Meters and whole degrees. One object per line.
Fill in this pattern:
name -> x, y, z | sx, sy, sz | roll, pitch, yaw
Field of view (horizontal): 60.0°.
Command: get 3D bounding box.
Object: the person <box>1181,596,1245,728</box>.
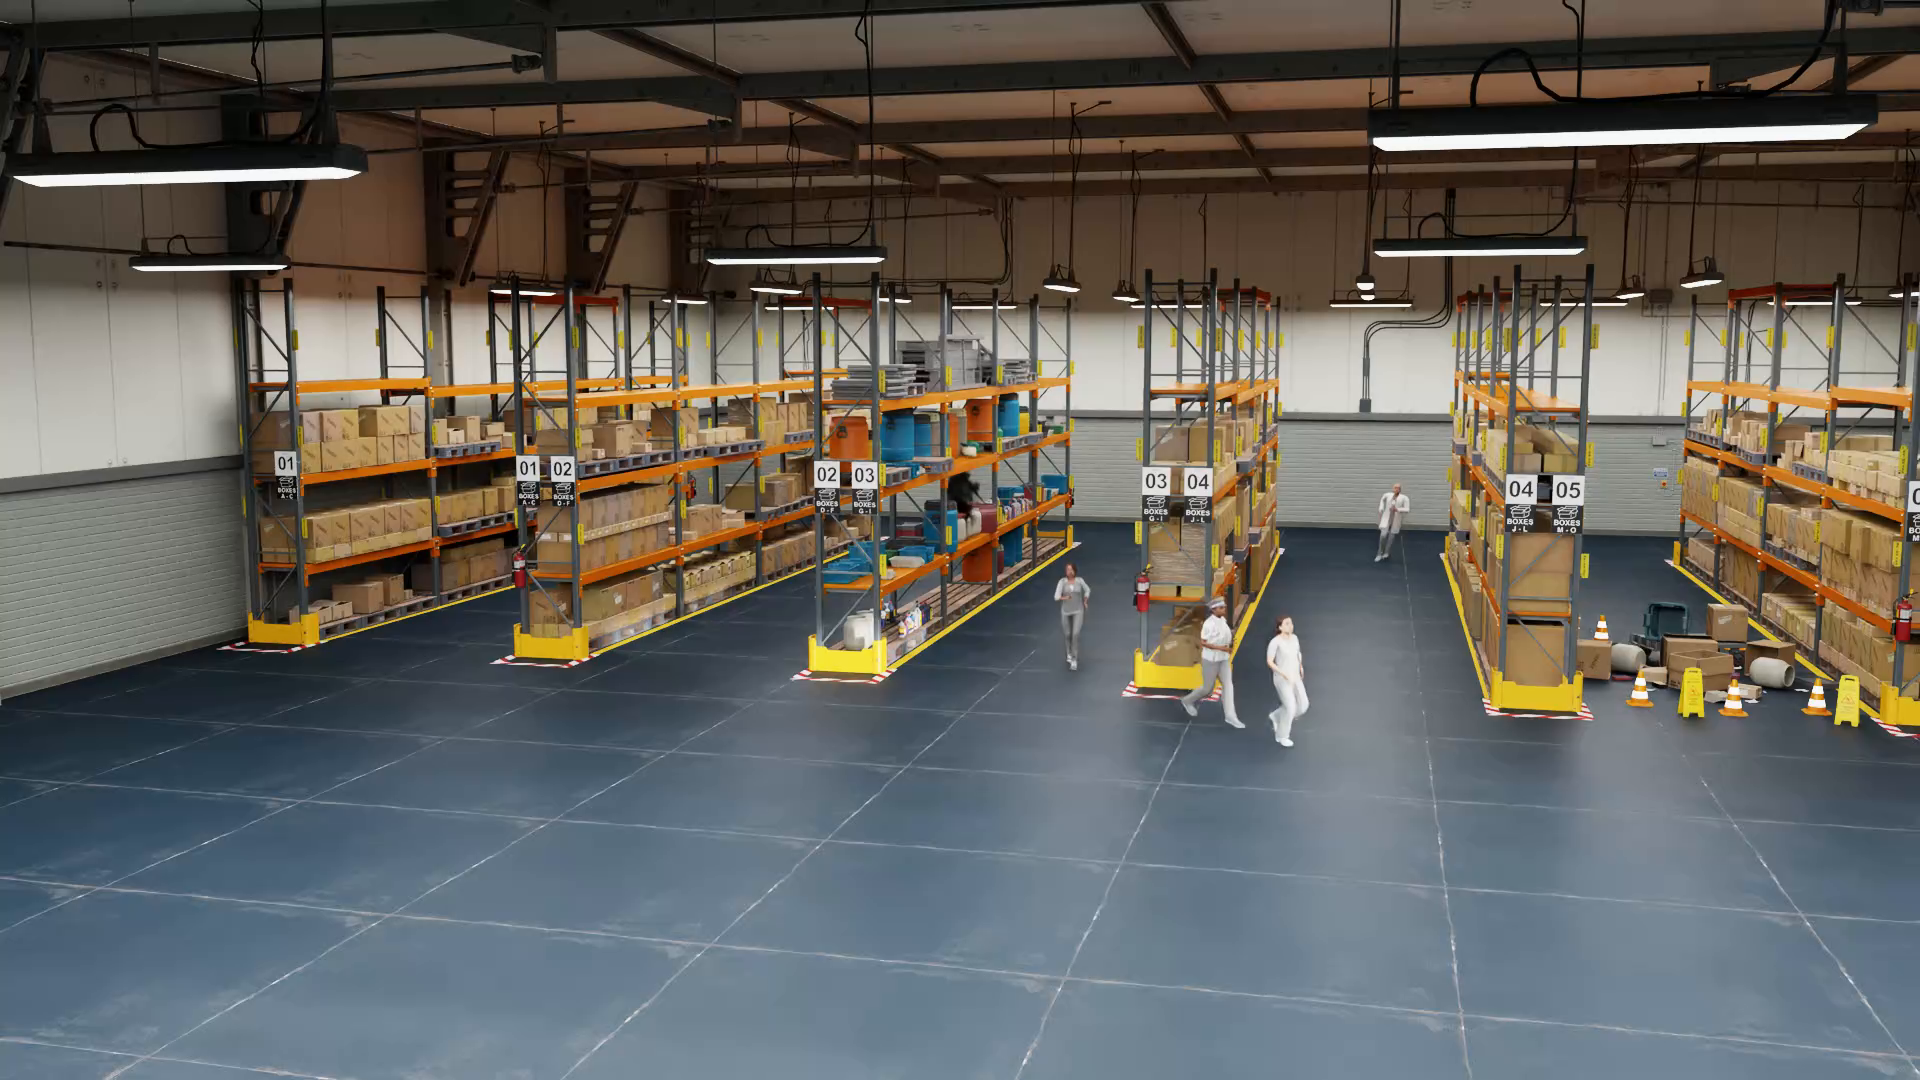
person -> 3.312, 1.565, 21.659 | 0.940, 1.697, 0.580 | 7, 10, 44

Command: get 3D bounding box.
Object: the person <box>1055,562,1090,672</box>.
person -> 1.711, 1.157, 25.477 | 0.506, 1.643, 0.696 | 1, 7, 10

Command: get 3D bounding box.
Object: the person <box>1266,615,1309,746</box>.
person -> 4.051, 1.734, 20.645 | 0.571, 1.630, 0.535 | -4, 8, -32

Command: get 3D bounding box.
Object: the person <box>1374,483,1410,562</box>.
person -> 9.878, -0.398, 37.899 | 0.731, 1.820, 0.818 | 2, 7, 20
